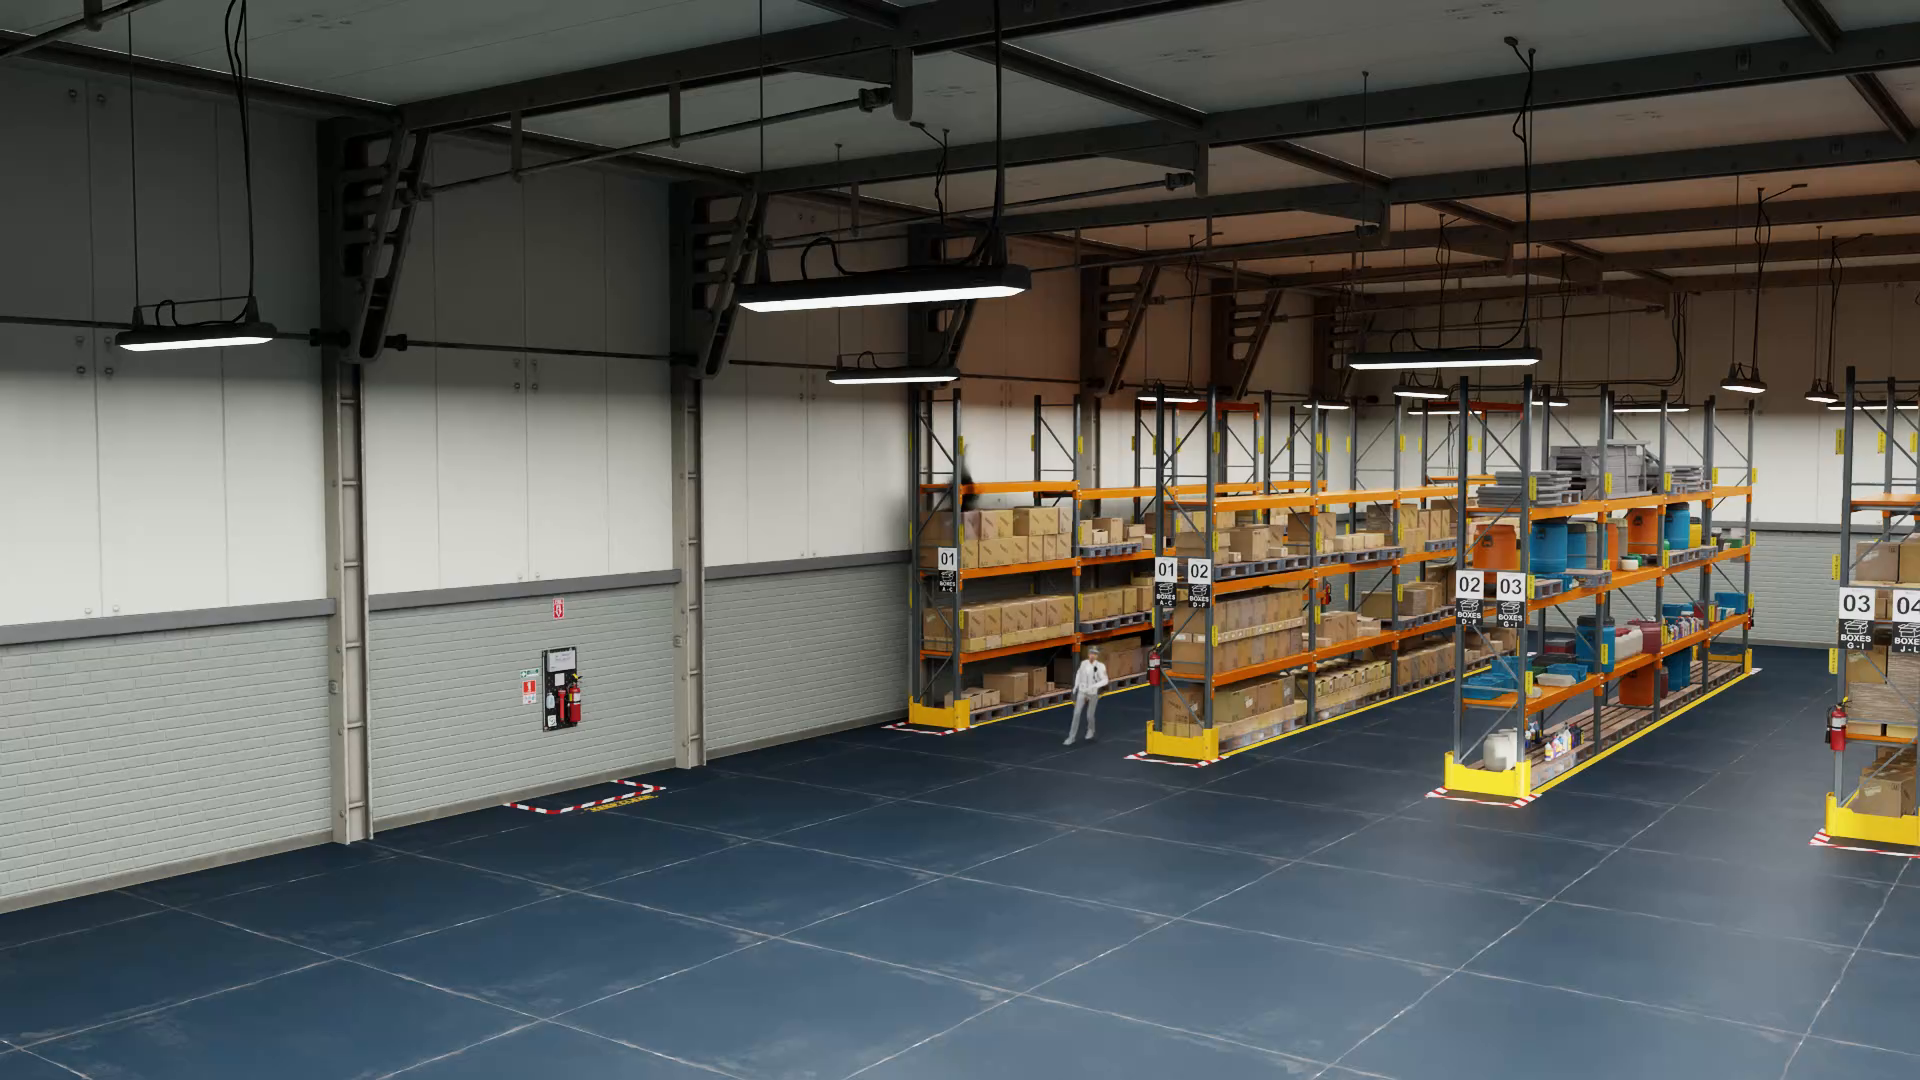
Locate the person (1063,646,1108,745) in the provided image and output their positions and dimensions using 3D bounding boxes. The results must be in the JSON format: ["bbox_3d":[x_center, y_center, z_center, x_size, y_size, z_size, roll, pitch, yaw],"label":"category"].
[{"bbox_3d":[2.143,2.552,27.724,0.629,1.625,0.961,1,3,19],"label":"person"}]
